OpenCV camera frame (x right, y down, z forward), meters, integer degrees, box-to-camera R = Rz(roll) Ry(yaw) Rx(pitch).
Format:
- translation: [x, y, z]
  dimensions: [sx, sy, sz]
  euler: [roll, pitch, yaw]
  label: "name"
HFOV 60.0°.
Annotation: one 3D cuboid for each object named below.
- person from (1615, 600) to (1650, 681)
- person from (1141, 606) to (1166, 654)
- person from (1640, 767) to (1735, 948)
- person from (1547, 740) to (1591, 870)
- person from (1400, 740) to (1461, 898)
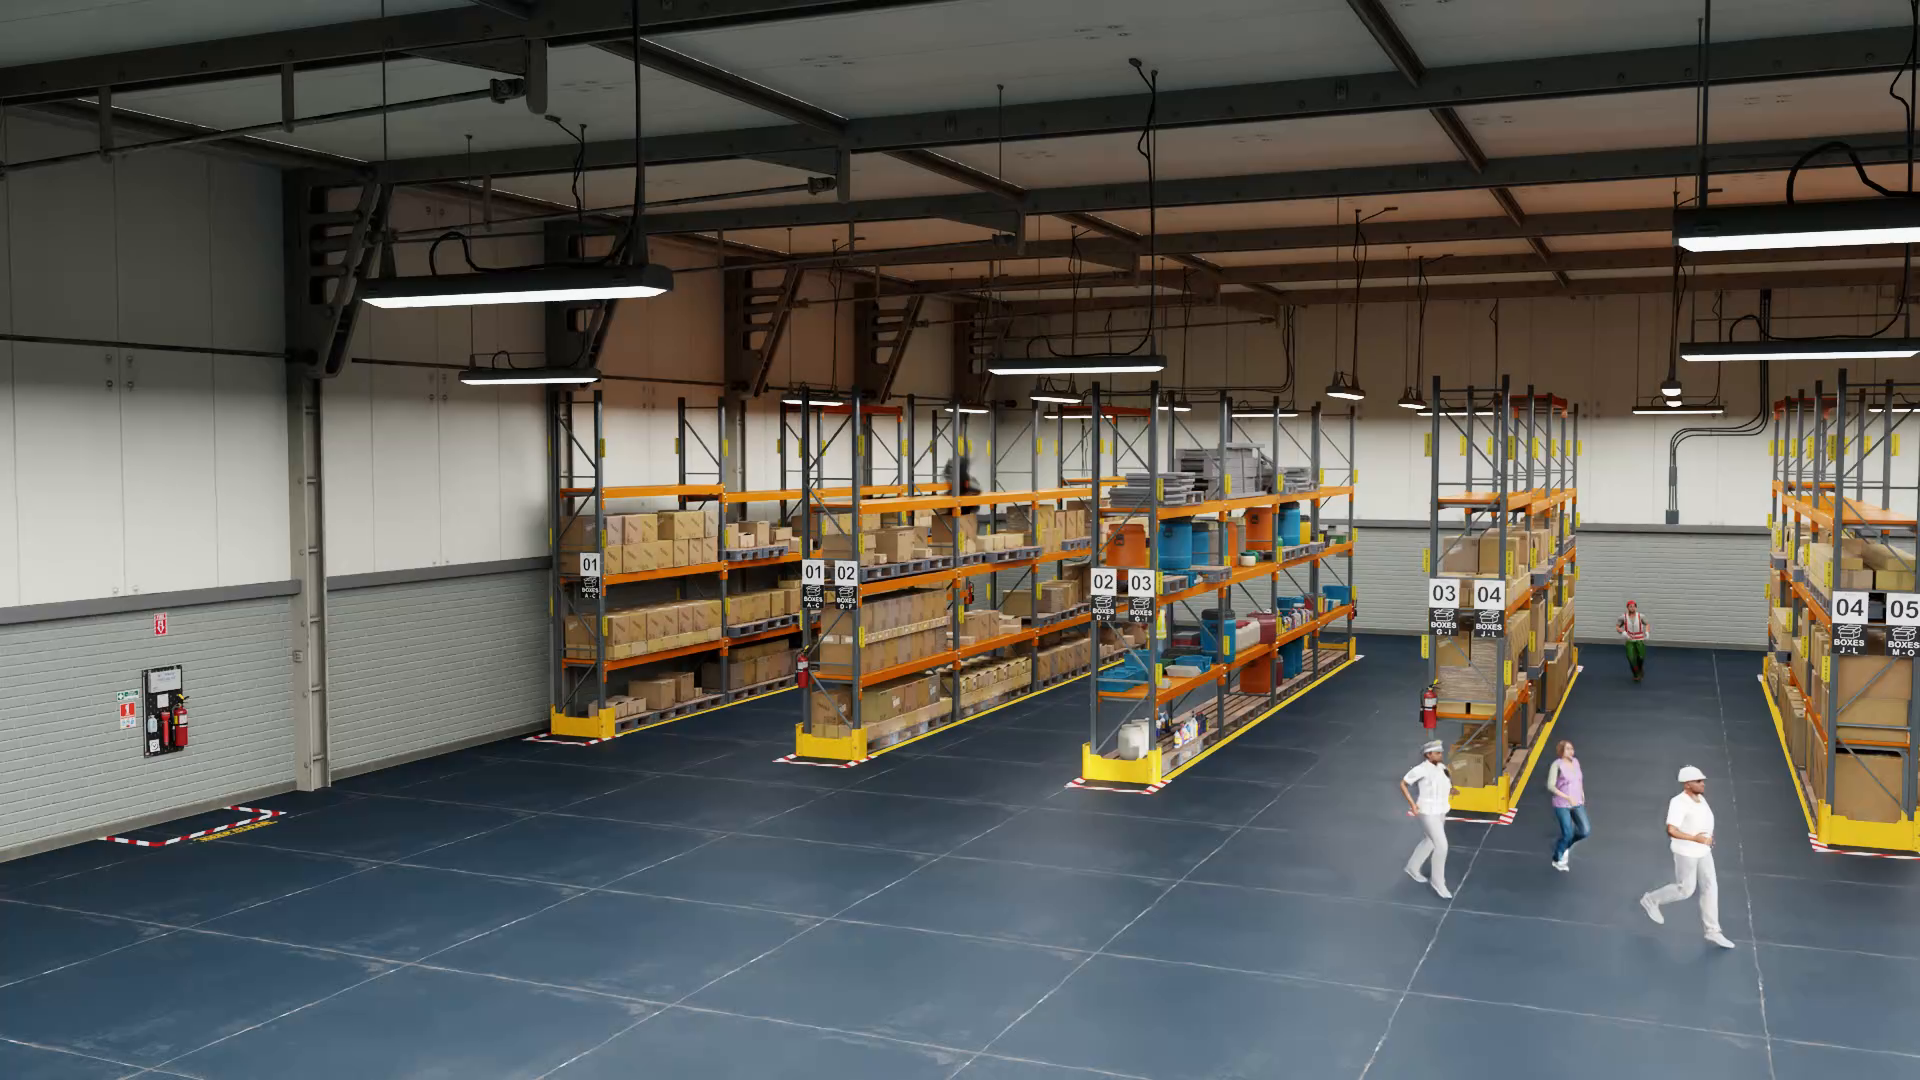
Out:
- translation: [14.439, 2.162, 35.691]
  dimensions: [0.693, 1.733, 0.544]
  euler: [1, 3, 17]
  label: "person"
- translation: [4.206, 2.144, 35.758]
  dimensions: [0.635, 1.815, 0.841]
  euler: [1, 3, 16]
  label: "person"
- translation: [7.415, 3.183, 16.912]
  dimensions: [0.700, 1.772, 0.963]
  euler: [-2, 4, -37]
  label: "person"
- translation: [7.201, 3.139, 19.646]
  dimensions: [0.552, 1.560, 0.500]
  euler: [-1, 3, -20]
  label: "person"
- translation: [5.320, 3.119, 18.774]
  dimensions: [0.546, 1.758, 0.766]
  euler: [-3, 4, -39]
  label: "person"
